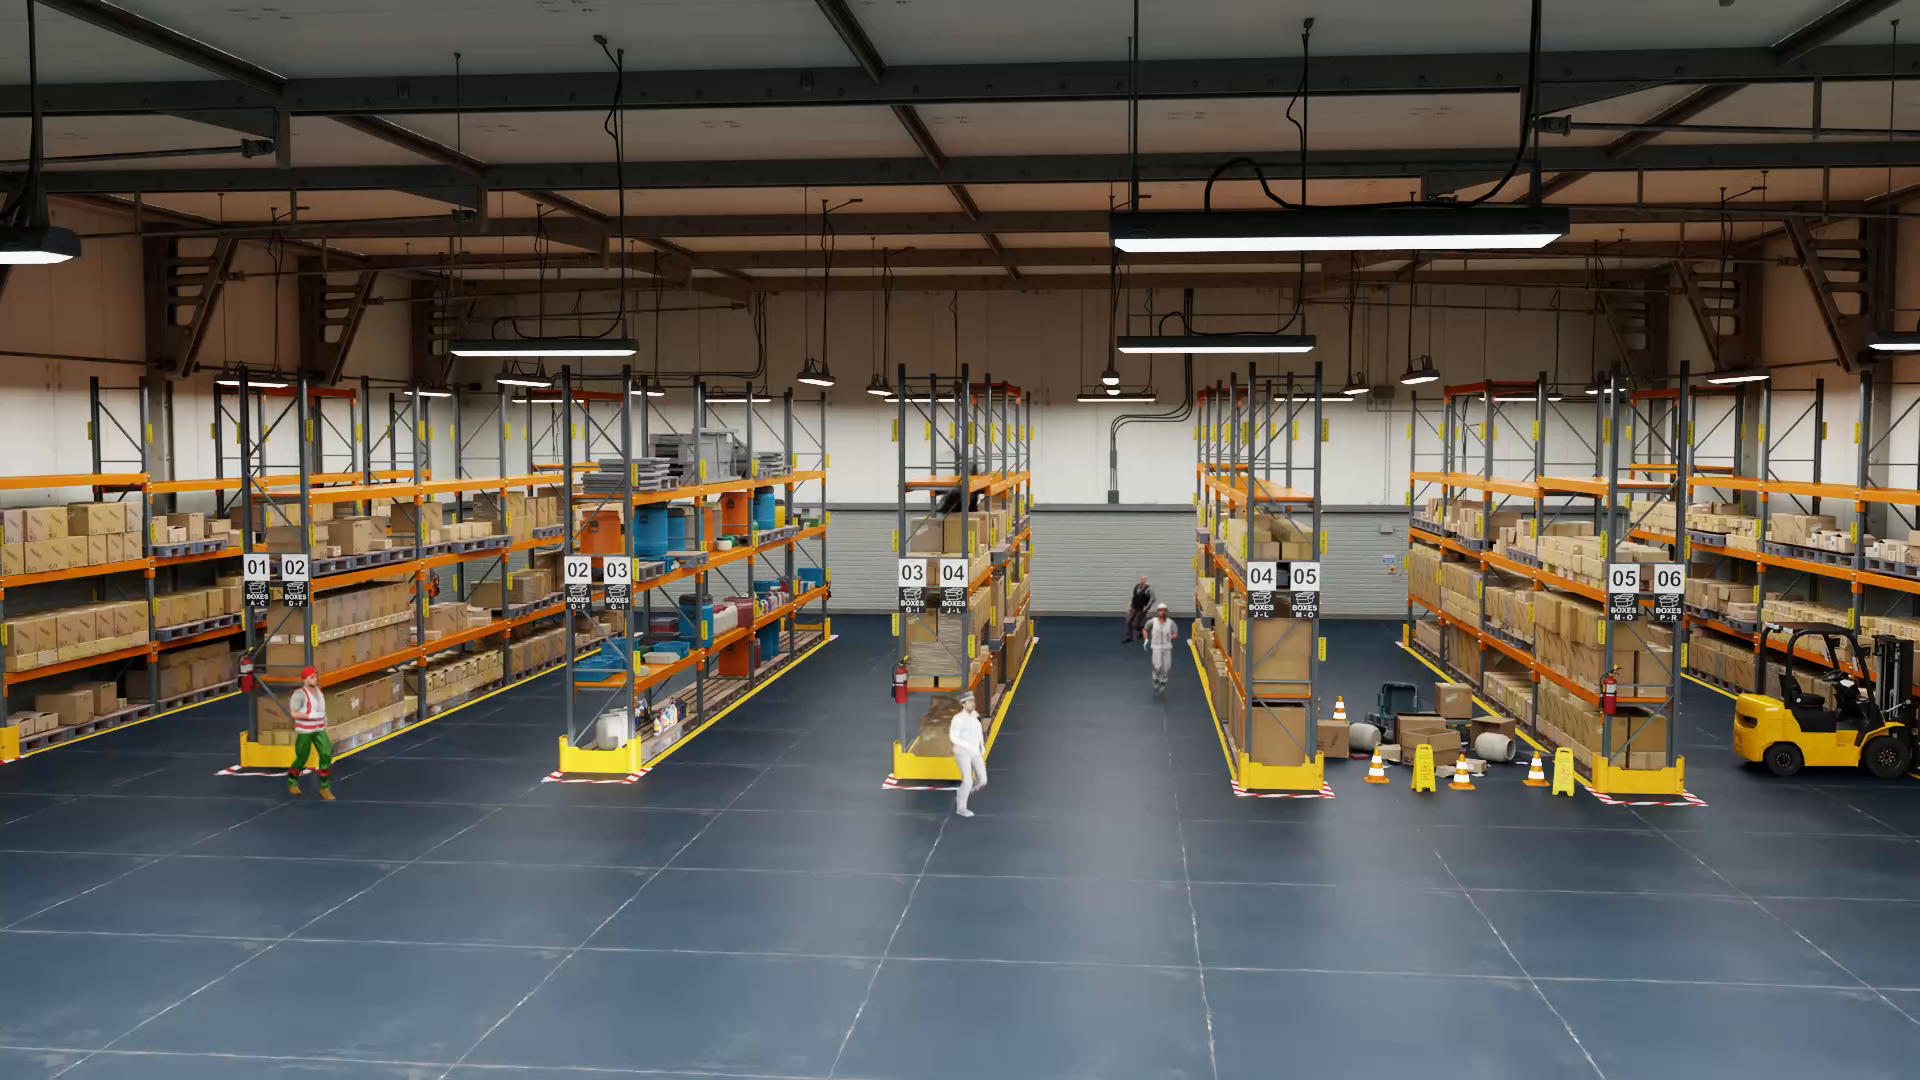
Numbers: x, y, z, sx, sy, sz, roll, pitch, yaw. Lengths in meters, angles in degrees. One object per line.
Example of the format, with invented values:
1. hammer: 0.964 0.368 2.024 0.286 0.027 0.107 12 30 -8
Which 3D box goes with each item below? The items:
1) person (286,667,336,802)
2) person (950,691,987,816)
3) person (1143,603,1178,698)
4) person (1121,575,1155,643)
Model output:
1. person: -8.877 2.643 22.685 0.818 1.849 0.670 2 4 31
2. person: 0.132 2.777 21.697 0.569 1.649 0.663 4 5 44
3. person: 3.806 2.091 31.427 0.641 1.785 0.701 0 4 -3
4. person: 4.330 1.642 39.686 0.735 1.646 0.670 3 5 42
